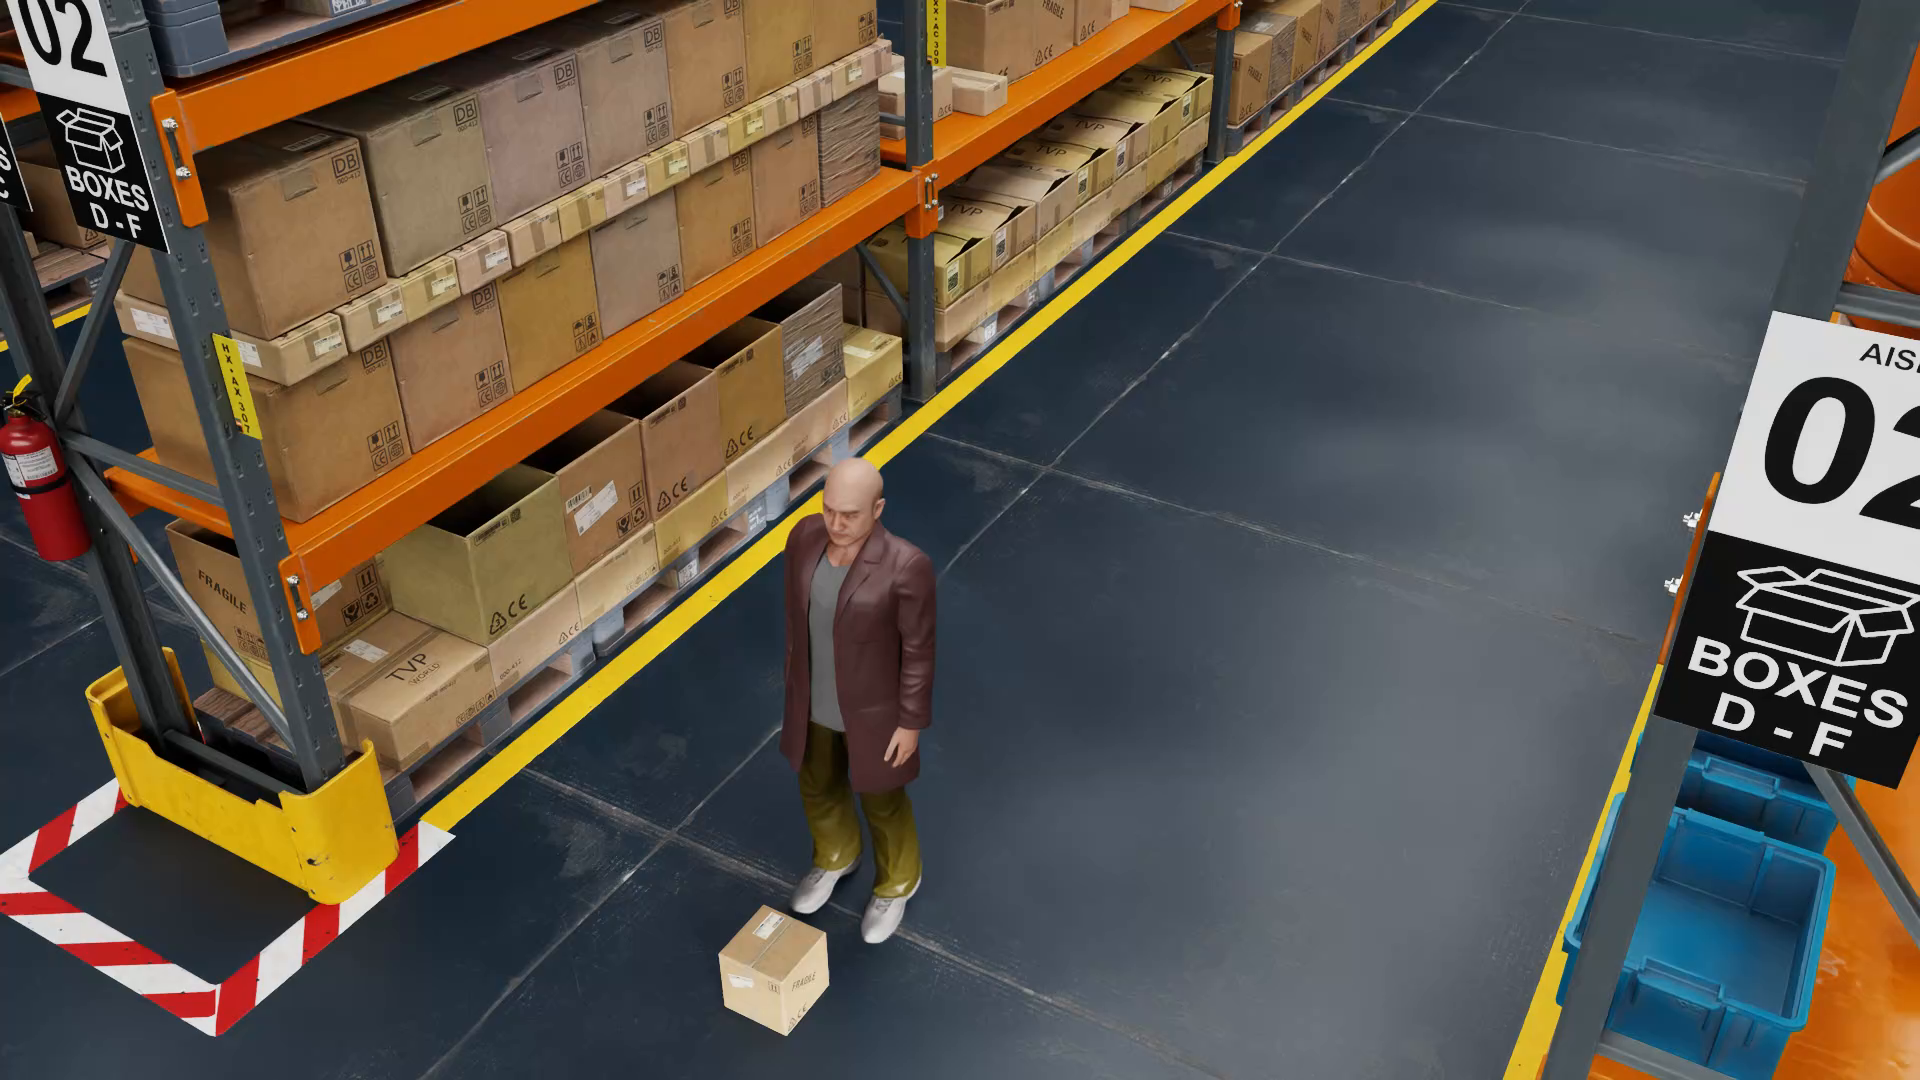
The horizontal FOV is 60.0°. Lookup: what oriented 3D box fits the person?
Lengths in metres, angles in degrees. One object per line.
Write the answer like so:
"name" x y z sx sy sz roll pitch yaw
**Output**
"person" -0.339 0.531 5.372 0.561 1.788 0.402 19 38 26
